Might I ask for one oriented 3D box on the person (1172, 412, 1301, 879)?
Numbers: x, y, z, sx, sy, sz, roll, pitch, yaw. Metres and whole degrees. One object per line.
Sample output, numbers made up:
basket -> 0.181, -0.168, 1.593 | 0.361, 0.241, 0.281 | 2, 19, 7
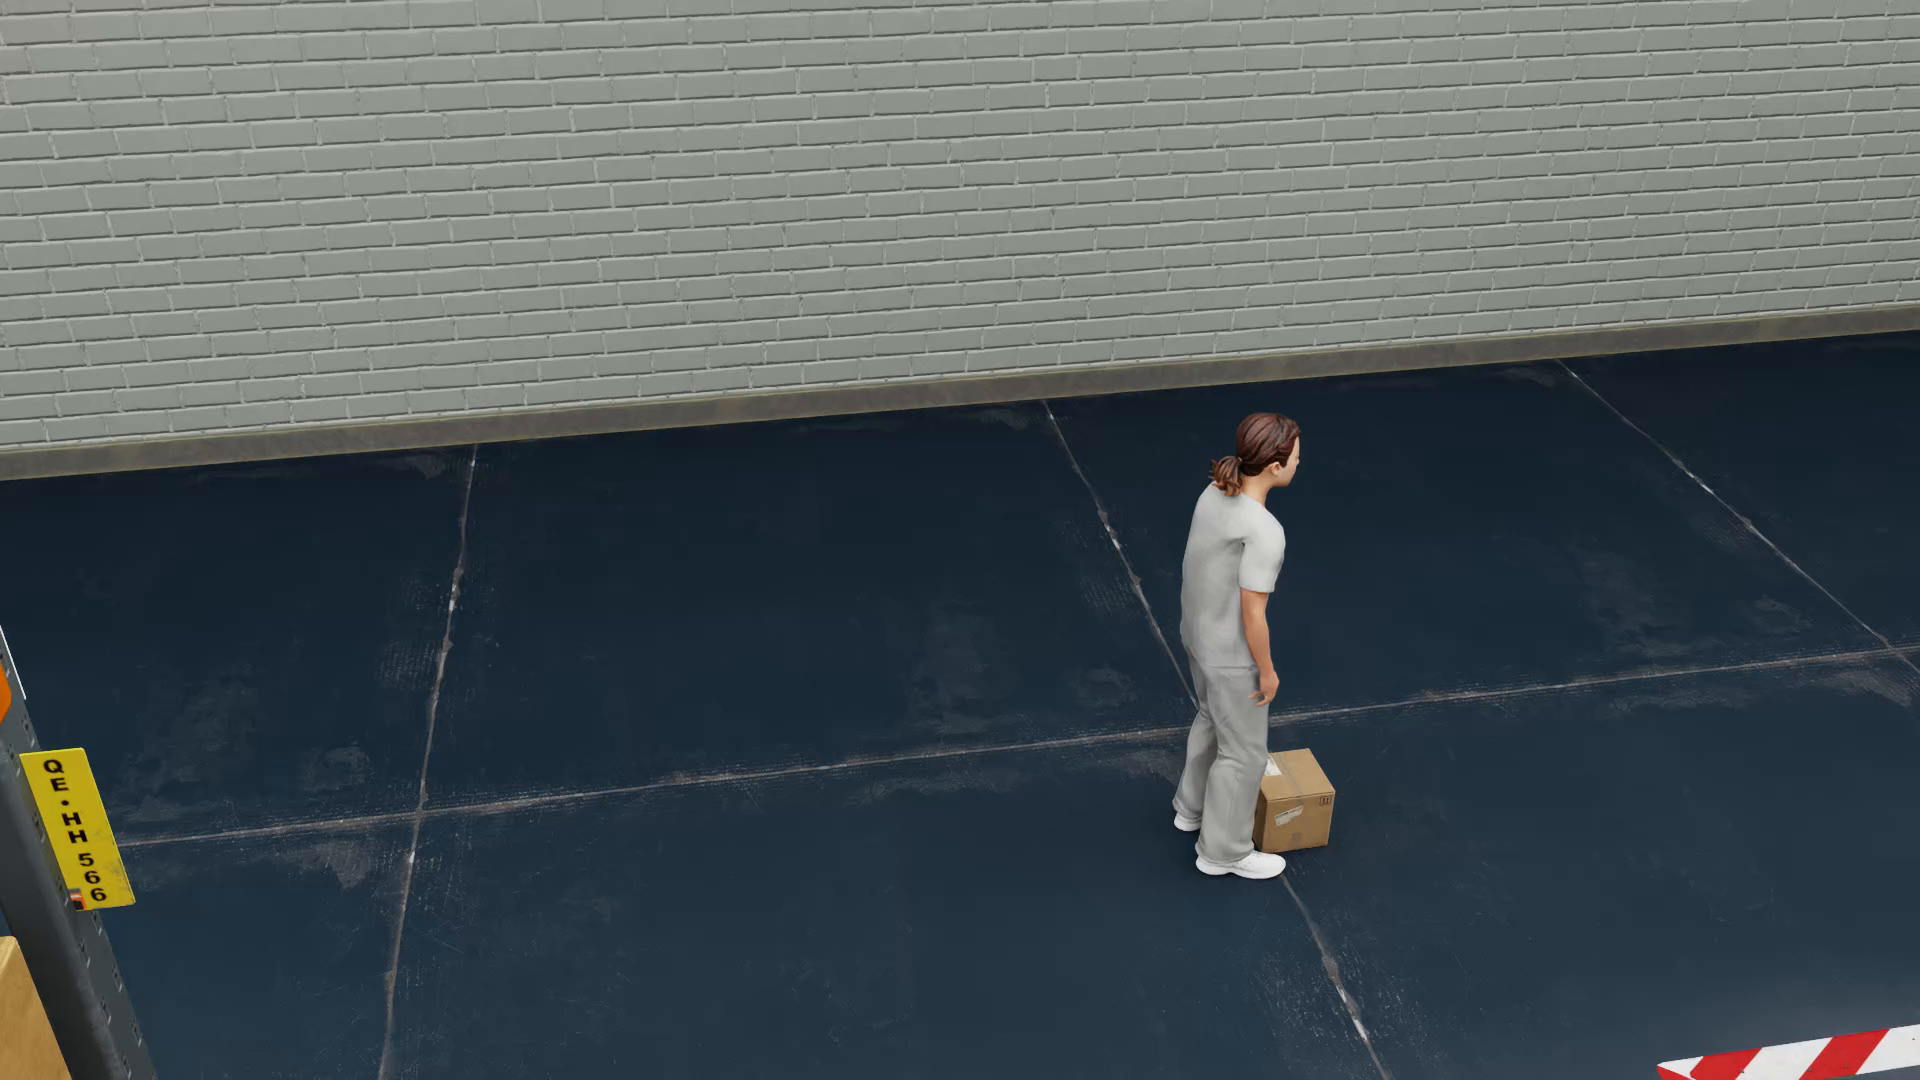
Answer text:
person -> 0.922, 0.349, 5.549 | 0.356, 1.672, 0.515 | -7, 32, -12
